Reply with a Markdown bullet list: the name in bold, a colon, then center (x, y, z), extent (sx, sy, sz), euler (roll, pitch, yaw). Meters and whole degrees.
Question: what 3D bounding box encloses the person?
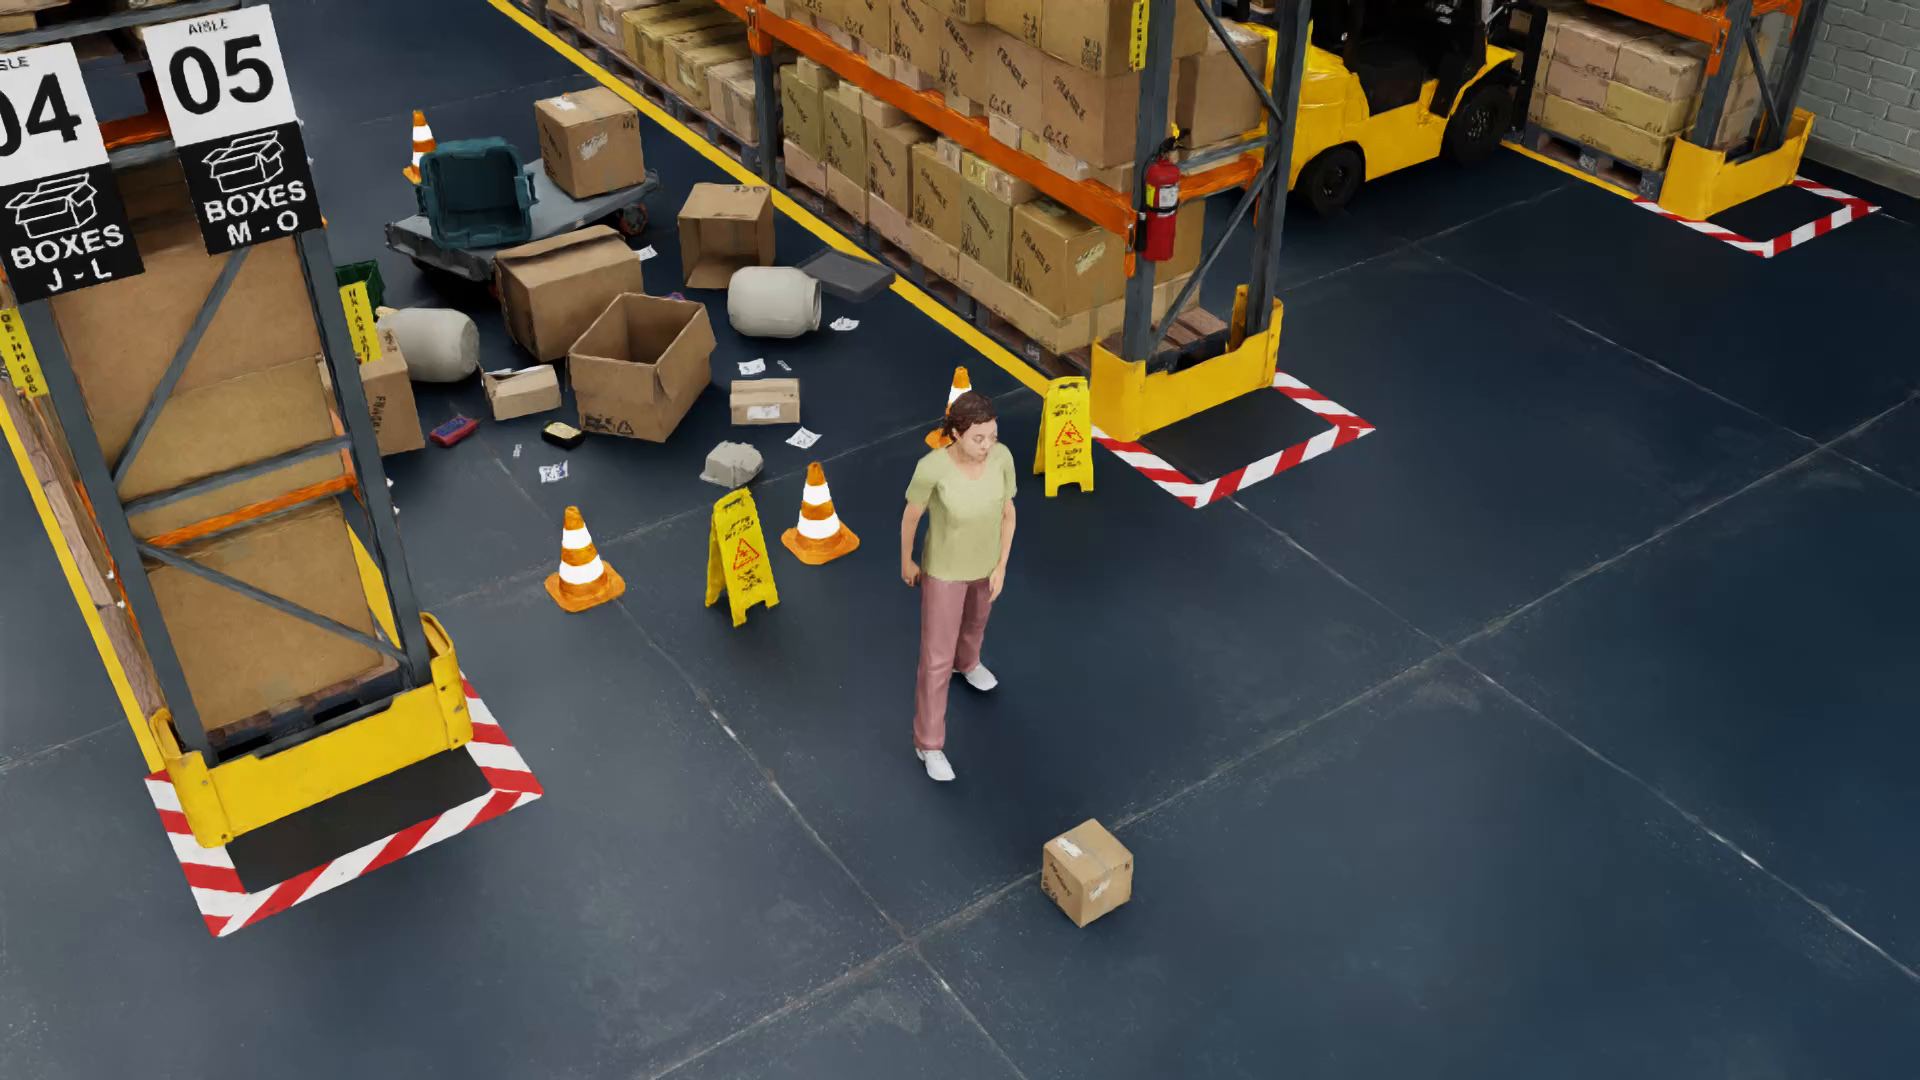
- **person**: center (-0.014, 0.131, 6.825), extent (0.568, 1.634, 0.749), euler (-18, 40, -23)
